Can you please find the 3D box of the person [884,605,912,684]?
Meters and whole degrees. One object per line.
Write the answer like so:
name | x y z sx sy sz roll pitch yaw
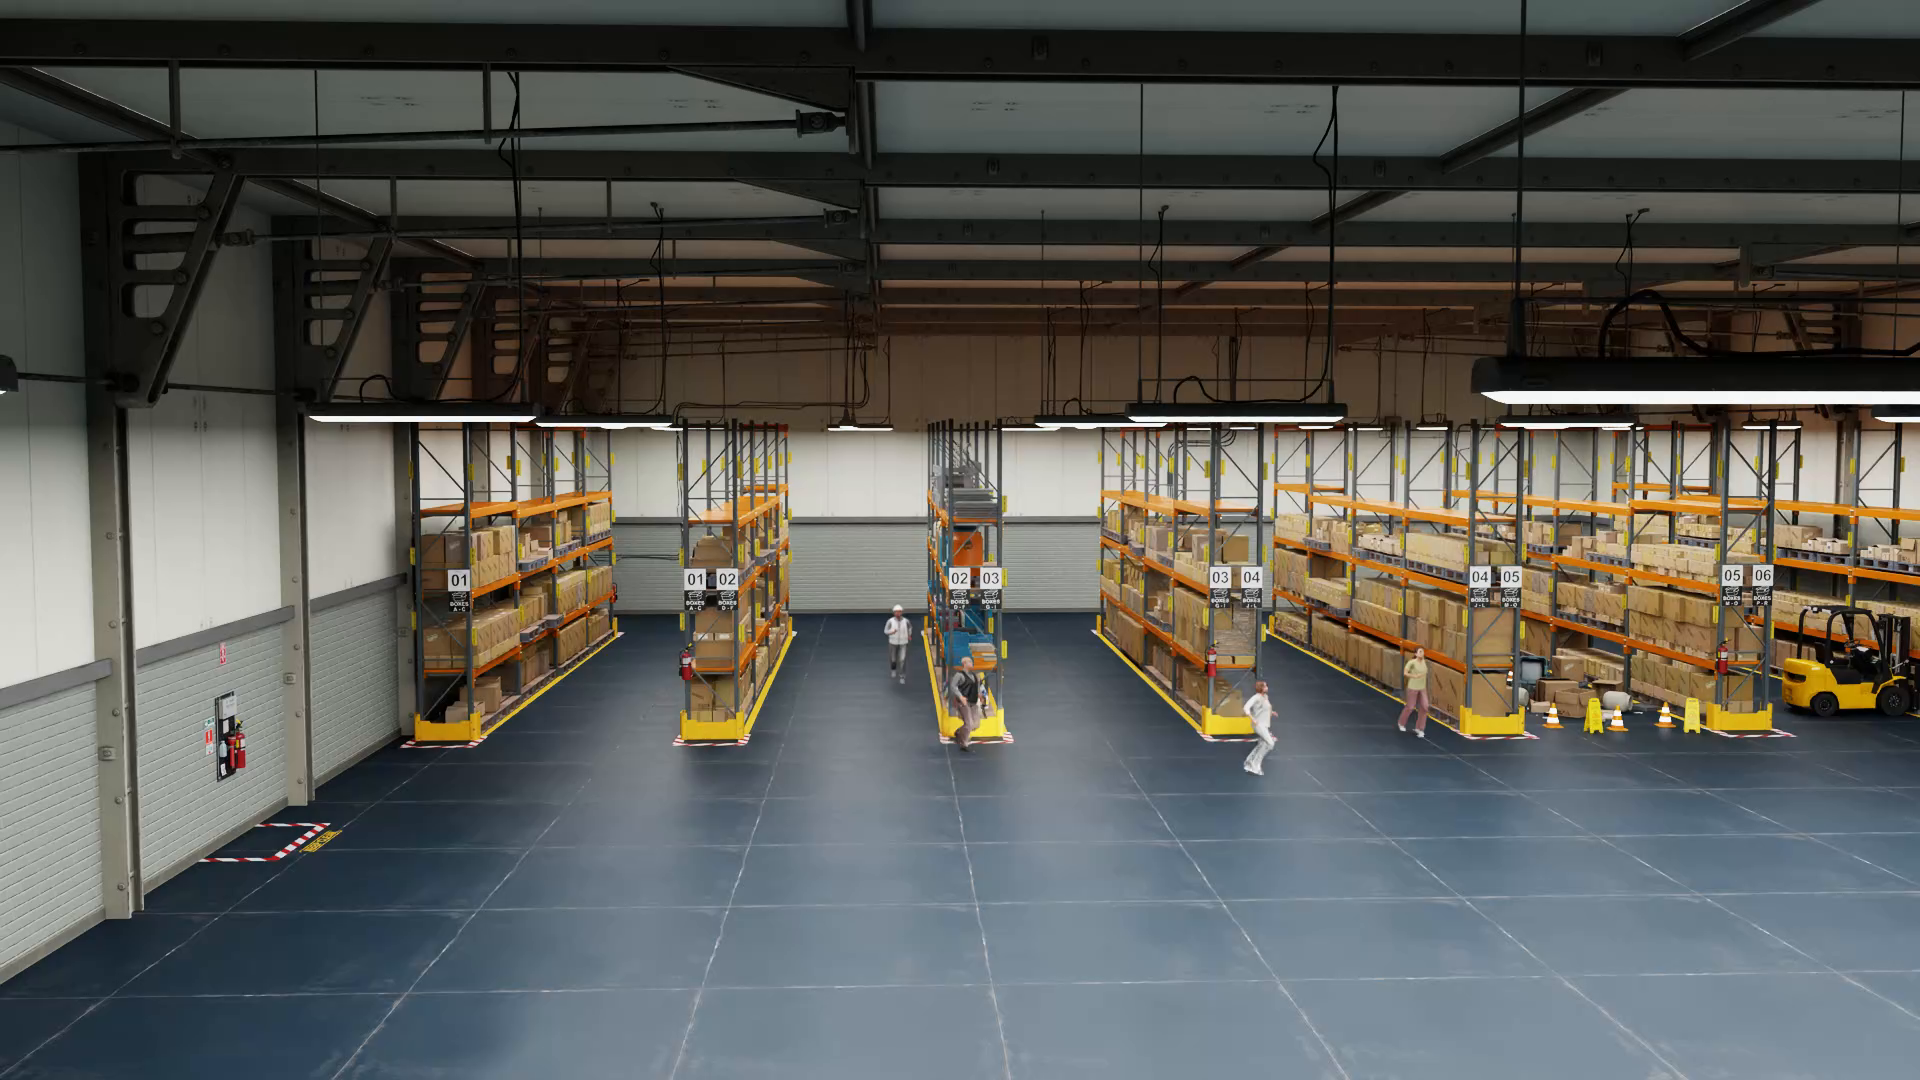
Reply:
person | -1.411 2.373 38.160 0.658 1.756 0.971 0 4 -5

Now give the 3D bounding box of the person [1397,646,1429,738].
person | 8.652 2.879 31.620 0.591 1.716 0.749 -1 4 -22

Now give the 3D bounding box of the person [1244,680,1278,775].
person | 5.043 3.142 27.871 0.557 1.568 0.593 2 4 33

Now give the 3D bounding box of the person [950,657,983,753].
person | 0.125 2.970 30.093 0.527 1.696 0.717 3 5 39

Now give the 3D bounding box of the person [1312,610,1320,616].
person | 10.392 1.754 48.977 0.735 1.718 0.588 -1 4 -11
